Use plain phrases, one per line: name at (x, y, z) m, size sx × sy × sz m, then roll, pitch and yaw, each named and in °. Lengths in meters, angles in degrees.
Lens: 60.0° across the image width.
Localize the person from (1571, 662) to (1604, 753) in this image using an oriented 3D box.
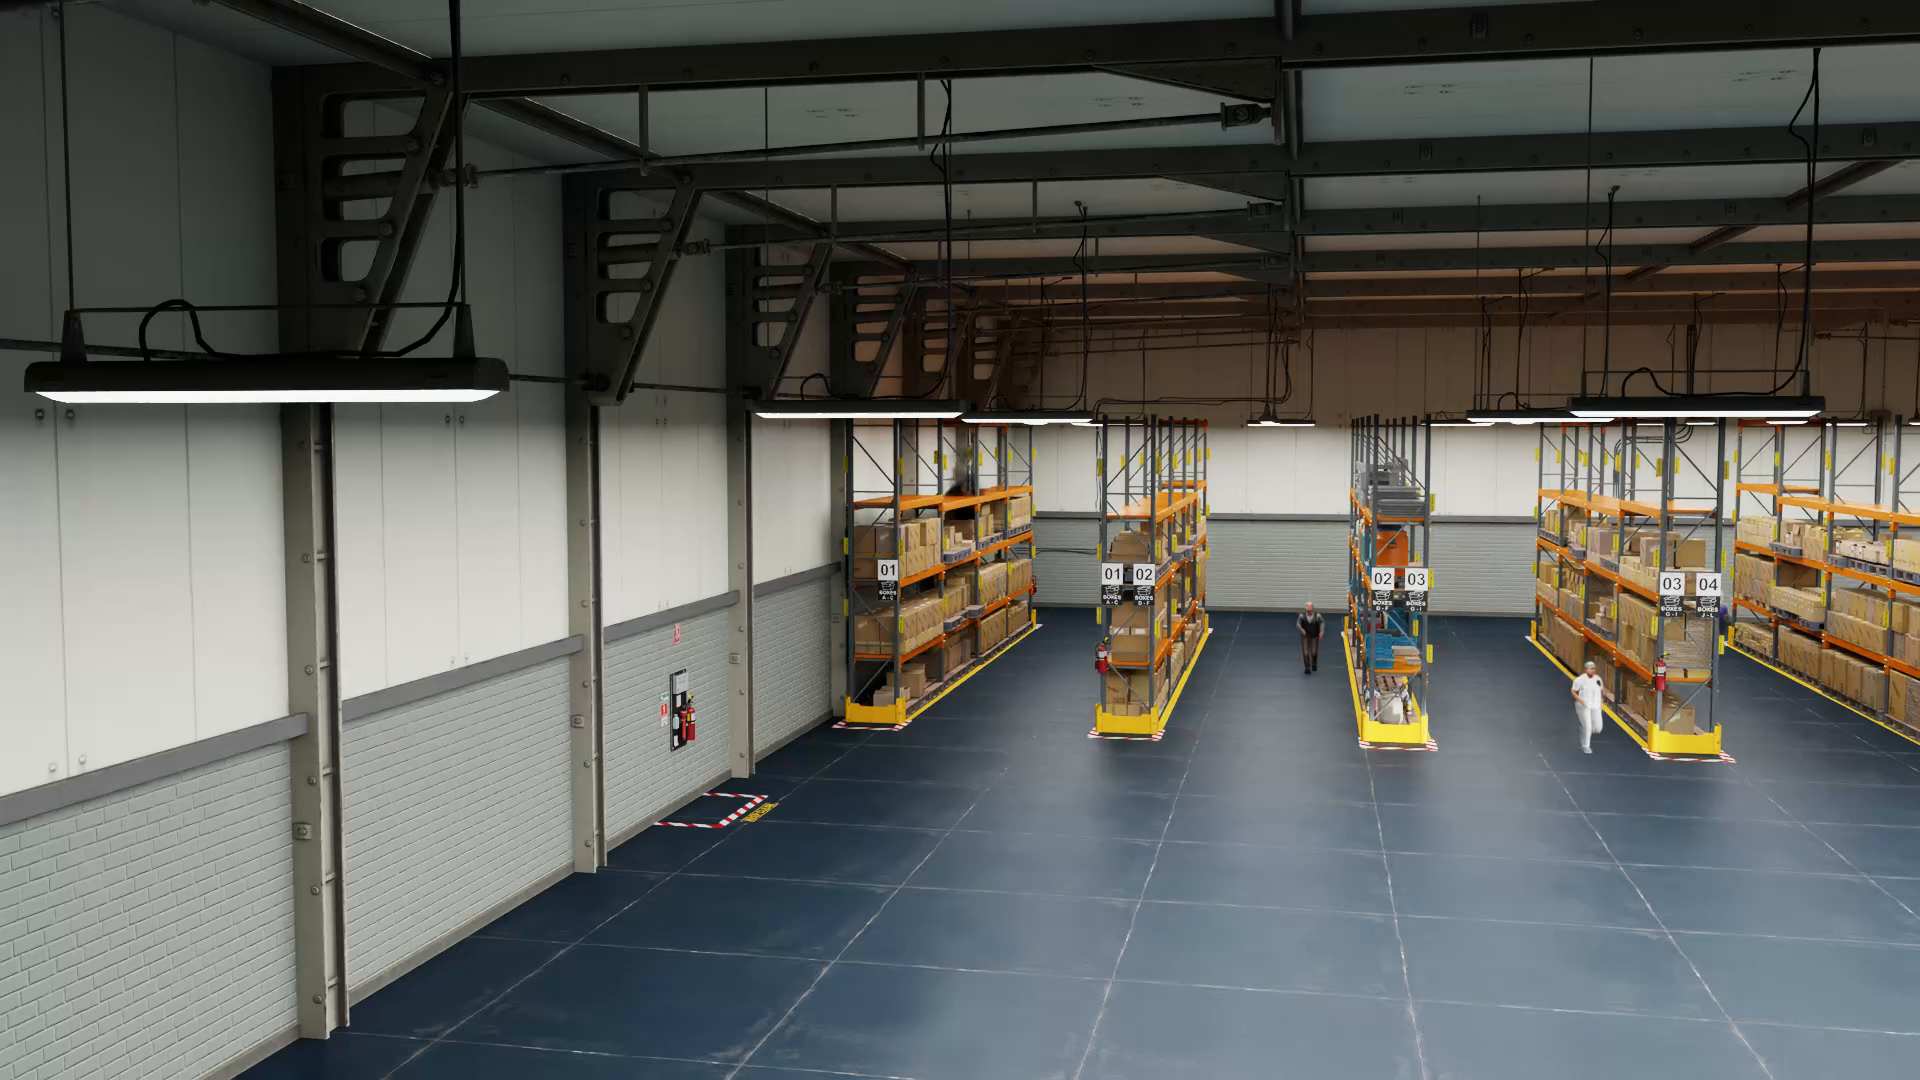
person at (11.165, 2.959, 29.566) m, size 0.615 × 1.622 × 0.558 m, roll 0°, pitch 4°, yaw -5°

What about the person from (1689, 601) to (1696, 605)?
person at (18.795, 2.078, 42.396) m, size 0.630 × 1.704 × 0.675 m, roll 2°, pitch 4°, yaw 24°

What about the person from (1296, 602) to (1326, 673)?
person at (8.184, 2.289, 38.820) m, size 0.689 × 1.680 × 0.586 m, roll 1°, pitch 4°, yaw 13°

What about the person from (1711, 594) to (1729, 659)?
person at (18.747, 2.168, 41.198) m, size 0.550 × 1.690 × 0.715 m, roll 0°, pitch 4°, yaw 6°
